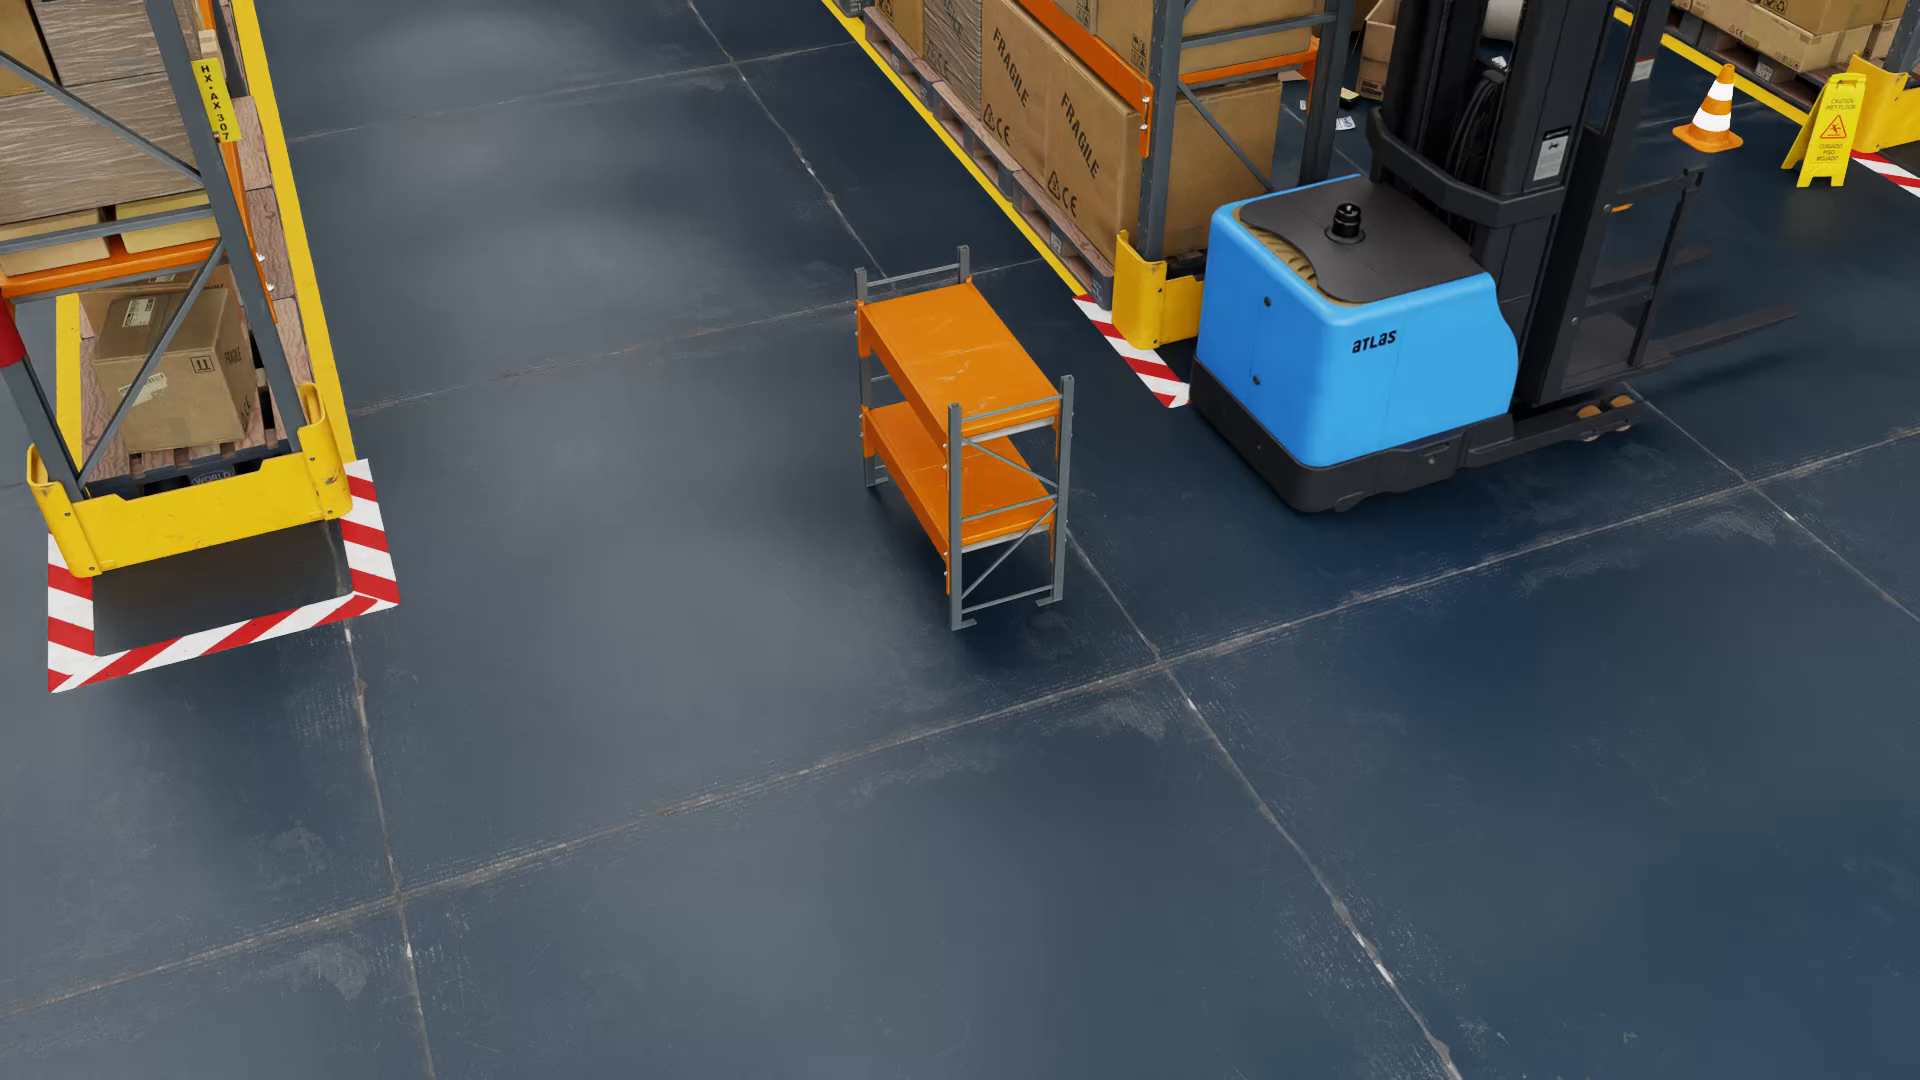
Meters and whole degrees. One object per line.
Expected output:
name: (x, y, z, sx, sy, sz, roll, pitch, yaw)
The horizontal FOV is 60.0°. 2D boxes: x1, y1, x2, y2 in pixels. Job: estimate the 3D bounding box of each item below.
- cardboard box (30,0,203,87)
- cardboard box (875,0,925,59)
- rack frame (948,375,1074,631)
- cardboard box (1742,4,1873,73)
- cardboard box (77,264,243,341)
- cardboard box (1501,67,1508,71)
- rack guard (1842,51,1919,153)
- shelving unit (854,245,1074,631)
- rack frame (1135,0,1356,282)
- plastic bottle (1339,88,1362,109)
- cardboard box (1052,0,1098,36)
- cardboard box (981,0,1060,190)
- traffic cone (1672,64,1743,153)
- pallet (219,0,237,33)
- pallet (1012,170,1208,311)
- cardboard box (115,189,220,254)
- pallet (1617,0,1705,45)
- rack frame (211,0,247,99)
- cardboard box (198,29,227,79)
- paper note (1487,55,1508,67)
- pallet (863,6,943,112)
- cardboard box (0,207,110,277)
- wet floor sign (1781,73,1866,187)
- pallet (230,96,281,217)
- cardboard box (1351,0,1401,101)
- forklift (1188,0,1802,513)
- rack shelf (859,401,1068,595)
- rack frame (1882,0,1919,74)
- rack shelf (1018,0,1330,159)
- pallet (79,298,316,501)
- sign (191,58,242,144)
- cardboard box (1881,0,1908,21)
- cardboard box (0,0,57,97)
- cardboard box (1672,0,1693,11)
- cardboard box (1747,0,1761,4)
cardboard box: (-3.225, -2.096, 6.315, 0.500, 0.500, 0.500, -15, 43, -17)
cardboard box: (0.000, -3.710, 10.572, 0.875, 0.875, 0.875, -14, 43, -16)
rack frame: (0.192, -0.124, 6.532, 0.500, 1.125, 0.032, -15, 43, -17)
cardboard box: (5.322, -3.190, 10.446, 0.500, 0.250, 0.500, -15, 43, -17)
cardboard box: (-3.751, -1.110, 7.836, 0.500, 0.500, 0.500, -5, 41, -6)
cardboard box: (3.522, -2.843, 10.443, 0.380, 0.149, 0.250, 5, 41, 6)
rack guard: (5.860, -2.737, 10.050, 1.175, 0.500, 0.348, -15, 43, -17)
shelving unit: (-0.003, -0.431, 6.888, 0.538, 1.125, 1.048, -15, 43, -17)
rack frame: (1.354, -2.343, 7.675, 1.000, 3.000, 0.127, -15, 43, -17)
plastic bottle: (2.373, -2.799, 10.458, 0.133, 0.061, 0.283, -31, 49, -31)
cardboard box: (0.940, -2.938, 8.251, 0.875, 0.550, 0.550, -15, 43, -17)
cardboard box: (0.695, -2.619, 9.302, 0.875, 0.875, 0.875, -16, 43, -18)
traffic cone: (4.533, -2.615, 9.935, 0.336, 0.463, 0.334, -15, 43, -17)
pallet: (-5.567, -3.724, 11.419, 1.003, 0.211, 1.213, -15, 43, -17)
pallet: (0.976, -1.748, 9.121, 1.003, 0.211, 1.213, -15, 43, -17)
cardboard box: (-3.156, -1.303, 6.657, 0.380, 0.149, 0.250, -15, 43, -17)
pallet: (5.119, -3.860, 11.576, 1.003, 0.211, 1.213, -15, 43, -17)
rack frame: (-4.797, -3.576, 9.108, 1.000, 3.000, 0.127, -15, 43, -17)
cardboard box: (-3.640, -2.231, 7.736, 0.380, 0.149, 0.250, -15, 43, -17)
paper note: (3.502, -3.131, 10.876, 0.148, 0.019, 0.142, -2, 41, -2)
pallet: (0.043, -3.218, 10.830, 1.003, 0.211, 1.213, -15, 43, -17)
cardboard box: (-3.567, -1.192, 6.528, 0.380, 0.149, 0.250, -15, 43, -17)
wet floor sign: (4.973, -2.365, 9.505, 0.267, 0.644, 0.232, -2, 41, -2)
pallet: (-4.508, -2.123, 9.557, 1.003, 0.211, 1.213, -15, 43, -17)
cardboard box: (2.878, -3.119, 10.491, 0.637, 0.503, 0.797, 19, 44, 20)
forklift: (2.653, -1.871, 7.178, 3.031, 2.935, 1.130, -16, 43, -18)
rack shelf: (-0.003, -0.245, 7.047, 0.538, 0.278, 1.000, -15, 43, -17)
rack frame: (5.889, -3.639, 9.181, 1.000, 3.000, 0.127, -15, 43, -17)
rack shelf: (0.589, -3.275, 9.310, 1.077, 0.370, 4.000, -15, 43, -17)
pallet: (-3.574, -0.654, 7.848, 1.003, 0.211, 1.213, -15, 43, -17)
sign: (-2.766, -1.631, 6.182, 0.100, 0.325, 0.005, -15, 43, -17)
cardboard box: (5.826, -3.609, 10.358, 0.500, 0.500, 0.500, -16, 43, -18)
cardboard box: (-3.706, -1.966, 6.164, 0.500, 0.500, 0.500, -15, 43, -17)
cardboard box: (4.935, -3.804, 11.159, 0.500, 0.250, 0.500, -17, 43, -18)
cardboard box: (5.139, -3.771, 10.547, 0.500, 0.500, 0.500, -14, 43, -15)
